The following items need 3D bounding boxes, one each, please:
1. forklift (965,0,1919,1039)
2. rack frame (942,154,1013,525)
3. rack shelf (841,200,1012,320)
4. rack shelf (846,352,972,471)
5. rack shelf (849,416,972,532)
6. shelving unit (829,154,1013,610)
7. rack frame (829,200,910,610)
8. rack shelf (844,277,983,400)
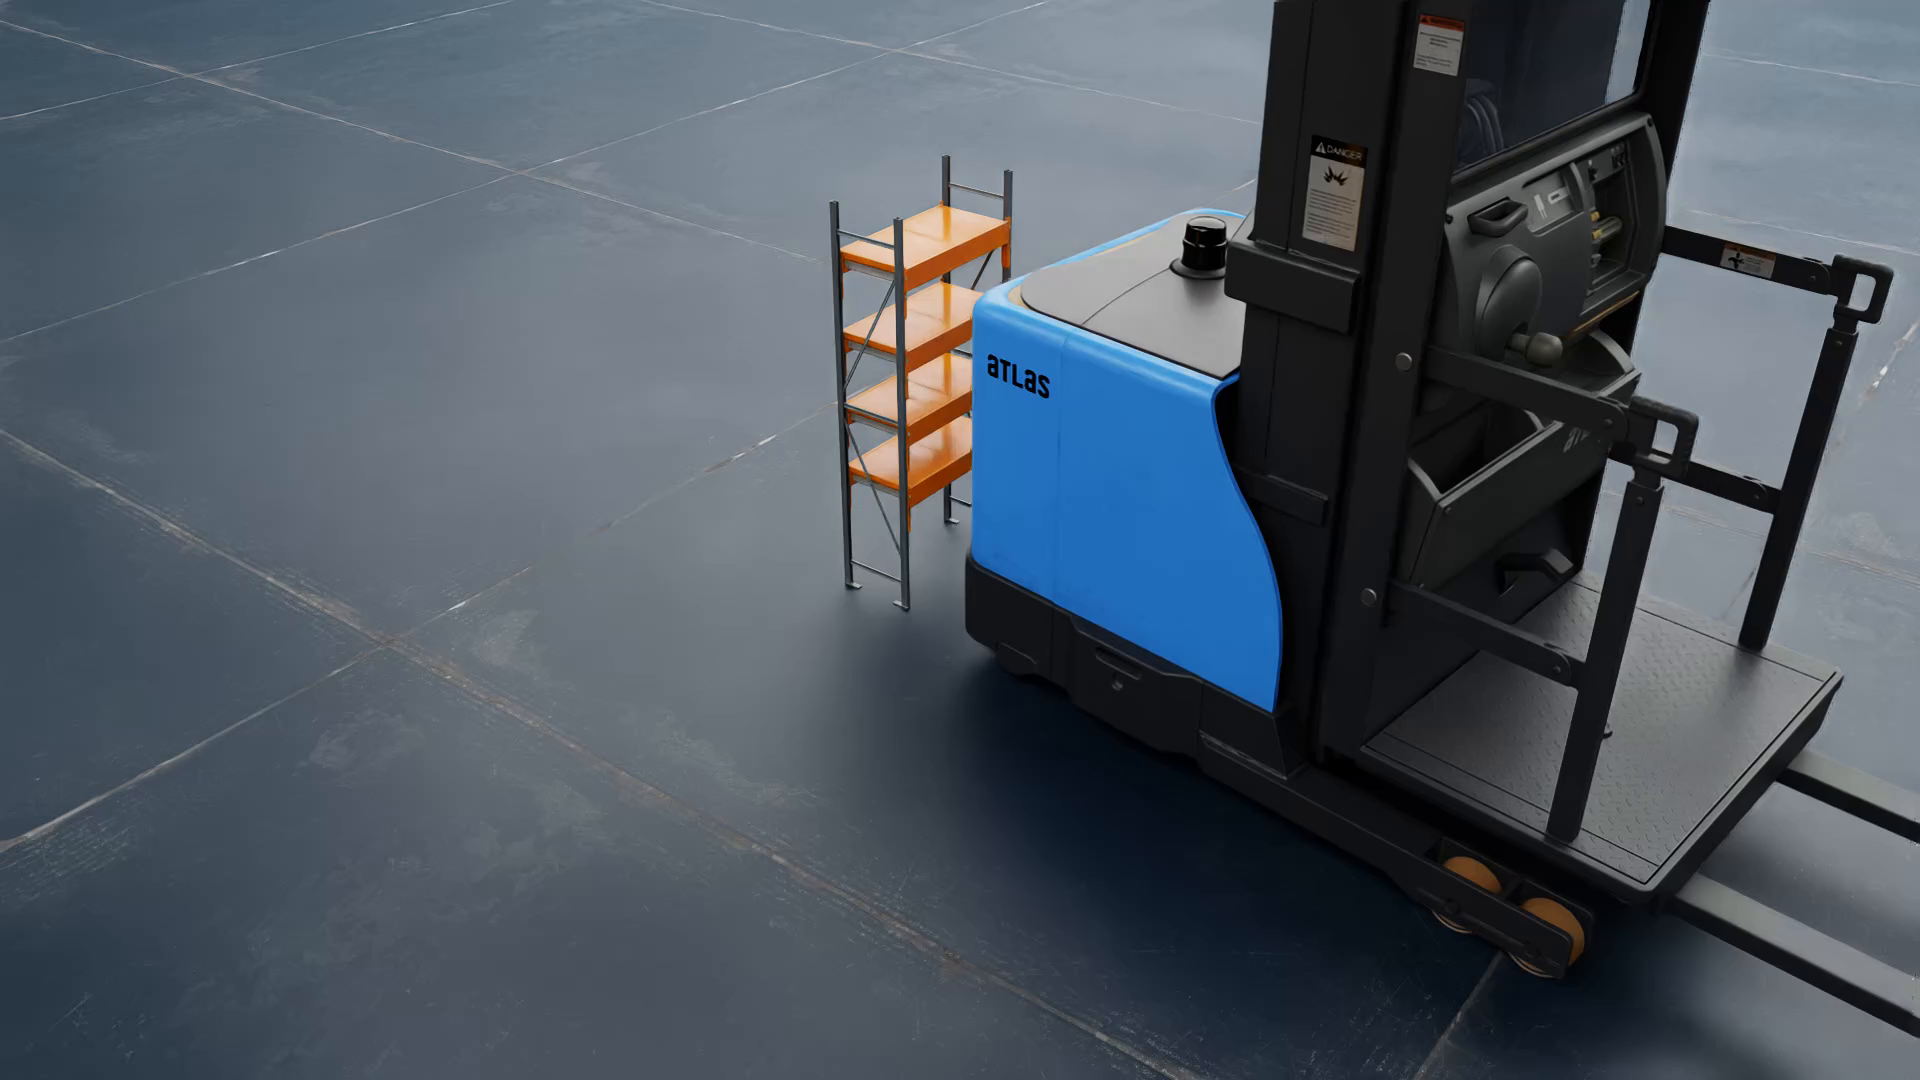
[{"bbox_3d":[1.422,-0.607,3.400,3.031,2.935,1.130,26,40,37],"label":"forklift"},{"bbox_3d":[0.047,-0.548,4.998,0.240,1.200,0.015,21,37,31],"label":"rack frame"},{"bbox_3d":[-0.100,-0.787,4.630,0.258,0.148,0.480,21,37,31],"label":"rack shelf"},{"bbox_3d":[-0.100,-0.391,4.865,0.258,0.148,0.480,21,37,31],"label":"rack shelf"},{"bbox_3d":[-0.100,-0.220,4.966,0.258,0.148,0.480,21,37,31],"label":"rack shelf"},{"bbox_3d":[-0.100,-0.449,4.831,0.258,1.200,0.503,21,37,31],"label":"shelving unit"},{"bbox_3d":[-0.247,-0.350,4.663,0.240,1.200,0.015,21,37,31],"label":"rack frame"},{"bbox_3d":[-0.100,-0.583,4.751,0.258,0.148,0.480,21,37,31],"label":"rack shelf"}]
